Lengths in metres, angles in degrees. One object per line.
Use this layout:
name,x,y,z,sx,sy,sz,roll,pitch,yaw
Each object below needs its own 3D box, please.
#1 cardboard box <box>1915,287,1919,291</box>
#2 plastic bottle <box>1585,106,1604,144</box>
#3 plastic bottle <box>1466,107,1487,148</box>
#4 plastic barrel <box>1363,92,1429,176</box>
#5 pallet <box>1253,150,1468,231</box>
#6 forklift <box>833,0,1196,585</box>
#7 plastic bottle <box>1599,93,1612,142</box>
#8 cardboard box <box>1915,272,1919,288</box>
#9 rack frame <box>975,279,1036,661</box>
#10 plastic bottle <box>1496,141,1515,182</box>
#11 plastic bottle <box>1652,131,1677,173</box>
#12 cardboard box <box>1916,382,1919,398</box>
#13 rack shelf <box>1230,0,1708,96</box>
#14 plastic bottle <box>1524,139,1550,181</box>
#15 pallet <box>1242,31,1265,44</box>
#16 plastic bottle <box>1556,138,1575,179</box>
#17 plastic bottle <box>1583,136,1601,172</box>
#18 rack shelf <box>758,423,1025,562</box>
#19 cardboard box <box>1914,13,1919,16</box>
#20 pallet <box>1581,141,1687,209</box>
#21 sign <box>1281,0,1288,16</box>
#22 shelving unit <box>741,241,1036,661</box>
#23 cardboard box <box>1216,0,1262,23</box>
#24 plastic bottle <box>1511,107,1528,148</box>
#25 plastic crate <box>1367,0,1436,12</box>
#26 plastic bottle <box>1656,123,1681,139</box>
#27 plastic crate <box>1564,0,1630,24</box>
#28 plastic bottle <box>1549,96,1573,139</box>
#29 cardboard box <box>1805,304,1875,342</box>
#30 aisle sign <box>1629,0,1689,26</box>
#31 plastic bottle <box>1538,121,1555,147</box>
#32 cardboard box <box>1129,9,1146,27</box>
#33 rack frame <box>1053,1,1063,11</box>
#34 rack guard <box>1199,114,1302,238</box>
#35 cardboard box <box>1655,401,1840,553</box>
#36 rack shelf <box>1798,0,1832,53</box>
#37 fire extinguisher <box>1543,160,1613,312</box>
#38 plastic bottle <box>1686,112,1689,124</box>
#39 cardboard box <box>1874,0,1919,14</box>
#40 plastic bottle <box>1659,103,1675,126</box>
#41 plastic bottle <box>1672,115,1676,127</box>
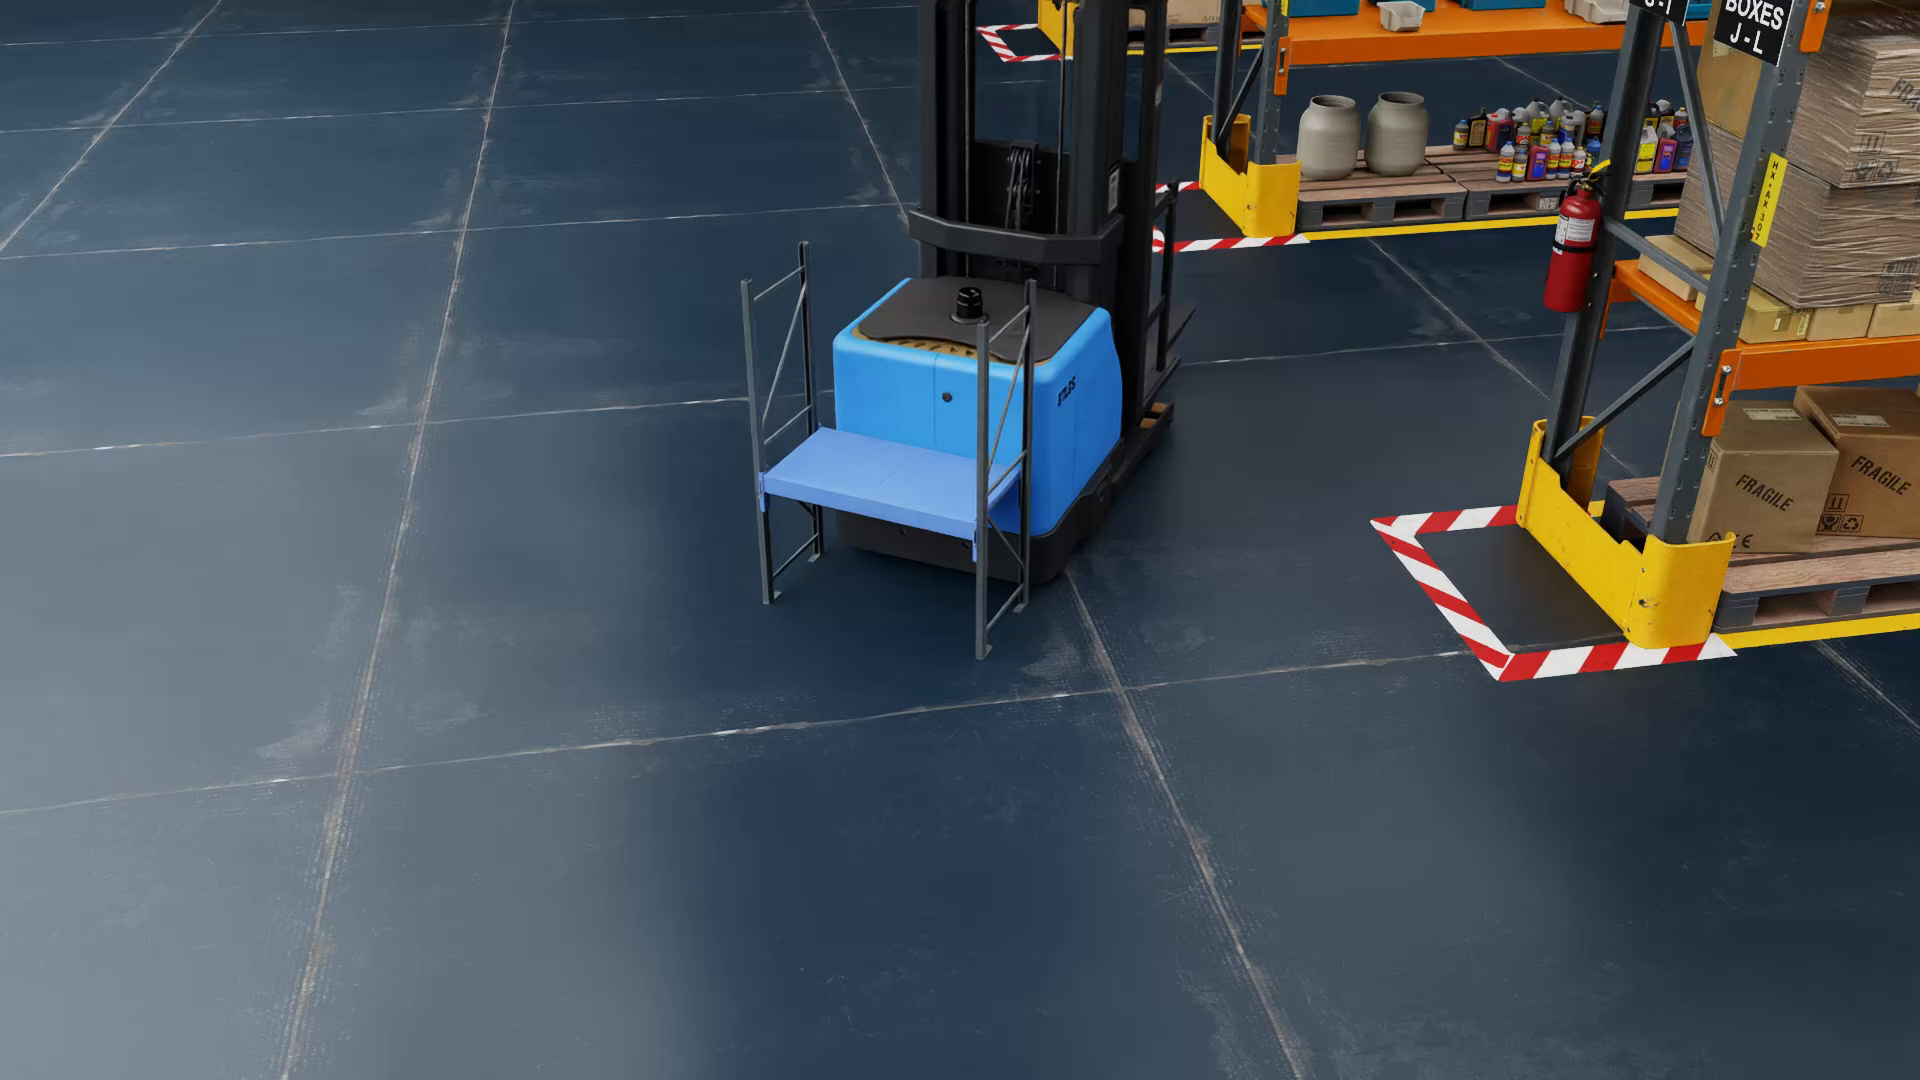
cardboard box,3.896,-0.990,6.723,0.250,0.149,0.380,-5,31,-9
plastic bottle,4.682,-3.062,12.256,0.097,0.271,0.097,0,30,0
plastic bottle,3.779,-3.024,12.179,0.133,0.283,0.061,-5,31,-8
plastic barrel,3.067,-2.852,11.681,0.421,0.512,0.421,0,30,0
pallet,2.806,-2.499,11.792,1.213,0.211,1.003,-5,31,-9
forklift,0.472,-1.798,7.917,1.130,2.935,3.031,12,33,19
plastic bottle,4.820,-3.128,12.290,0.185,0.351,0.144,-7,31,-11
cardboard box,3.848,-1.443,6.853,0.500,0.500,0.875,-5,31,-9
rack frame,0.182,-0.262,6.715,0.032,1.500,0.500,13,33,21
plastic bottle,3.780,-2.623,11.509,0.097,0.271,0.097,0,30,0
plastic bottle,4.952,-2.727,11.675,0.133,0.283,0.061,-3,31,-6
cardboard box,4.650,-0.401,7.525,0.500,0.500,0.500,-3,31,-4
rack shelf,3.907,-3.472,11.405,4.000,0.370,1.077,-5,31,-9
plastic bottle,4.006,-2.640,11.526,0.133,0.283,0.061,-5,31,-8
pallet,2.994,-5.068,16.160,1.213,0.211,1.003,-5,31,-9
plastic bottle,4.215,-2.663,11.578,0.097,0.271,0.097,0,30,0
plastic bottle,4.414,-2.682,11.609,0.097,0.271,0.097,0,30,0
rack shelf,-0.280,-0.214,6.989,1.000,0.185,0.538,13,33,21
cardboard box,3.915,-1.689,6.284,0.500,0.500,0.500,-5,31,-9
pallet,5.206,-2.722,12.171,1.213,0.211,1.003,-5,31,-9
sign,2.035,-3.444,10.374,0.005,0.325,0.100,-5,31,-9
shelving unit,-0.280,-0.369,6.898,1.048,1.500,0.538,13,33,21
cardboard box,2.602,-5.096,15.756,0.500,0.250,0.500,-5,31,-9
plastic bottle,4.057,-3.023,12.185,0.135,0.276,0.152,-6,31,-10
plastic crate,3.018,-3.786,11.377,0.408,0.251,0.499,-5,31,-9
plastic bottle,5.053,-2.831,11.859,0.135,0.276,0.152,-5,31,-9
plastic crate,4.323,-3.576,11.133,0.437,0.136,0.530,-5,31,-9
plastic bottle,4.402,-3.089,12.224,0.185,0.351,0.144,-6,31,-9
cardboard box,3.405,-0.942,6.640,0.250,0.149,0.380,-5,31,-9
aisle sign,2.717,-2.394,6.298,0.004,0.787,0.394,-5,31,-9
plastic bottle,4.284,-2.952,12.137,0.097,0.201,0.097,0,30,0
cardboard box,1.619,-5.003,15.598,0.500,0.250,0.500,-5,31,-9
rack frame,1.052,-6.069,15.112,0.127,3.000,1.000,-5,31,-9
rack guard,2.006,-2.552,11.597,0.348,0.500,1.175,-5,31,-9
cardboard box,3.449,-0.282,7.322,0.500,0.500,0.500,0,30,0
rack shelf,4.799,-2.295,6.445,4.000,0.370,1.077,-5,31,-9
fire extinguisher,2.637,-1.316,7.105,0.183,0.674,0.296,-5,31,-9
plastic bottle,5.482,-3.167,12.435,0.097,0.271,0.097,0,30,0
cardboard box,3.819,-1.954,6.735,0.500,0.500,0.500,-5,31,-9
plastic bottle,5.189,-3.076,12.268,0.133,0.283,0.061,-5,31,-9
plastic bottle,5.282,-3.119,12.421,0.097,0.201,0.097,0,30,0
